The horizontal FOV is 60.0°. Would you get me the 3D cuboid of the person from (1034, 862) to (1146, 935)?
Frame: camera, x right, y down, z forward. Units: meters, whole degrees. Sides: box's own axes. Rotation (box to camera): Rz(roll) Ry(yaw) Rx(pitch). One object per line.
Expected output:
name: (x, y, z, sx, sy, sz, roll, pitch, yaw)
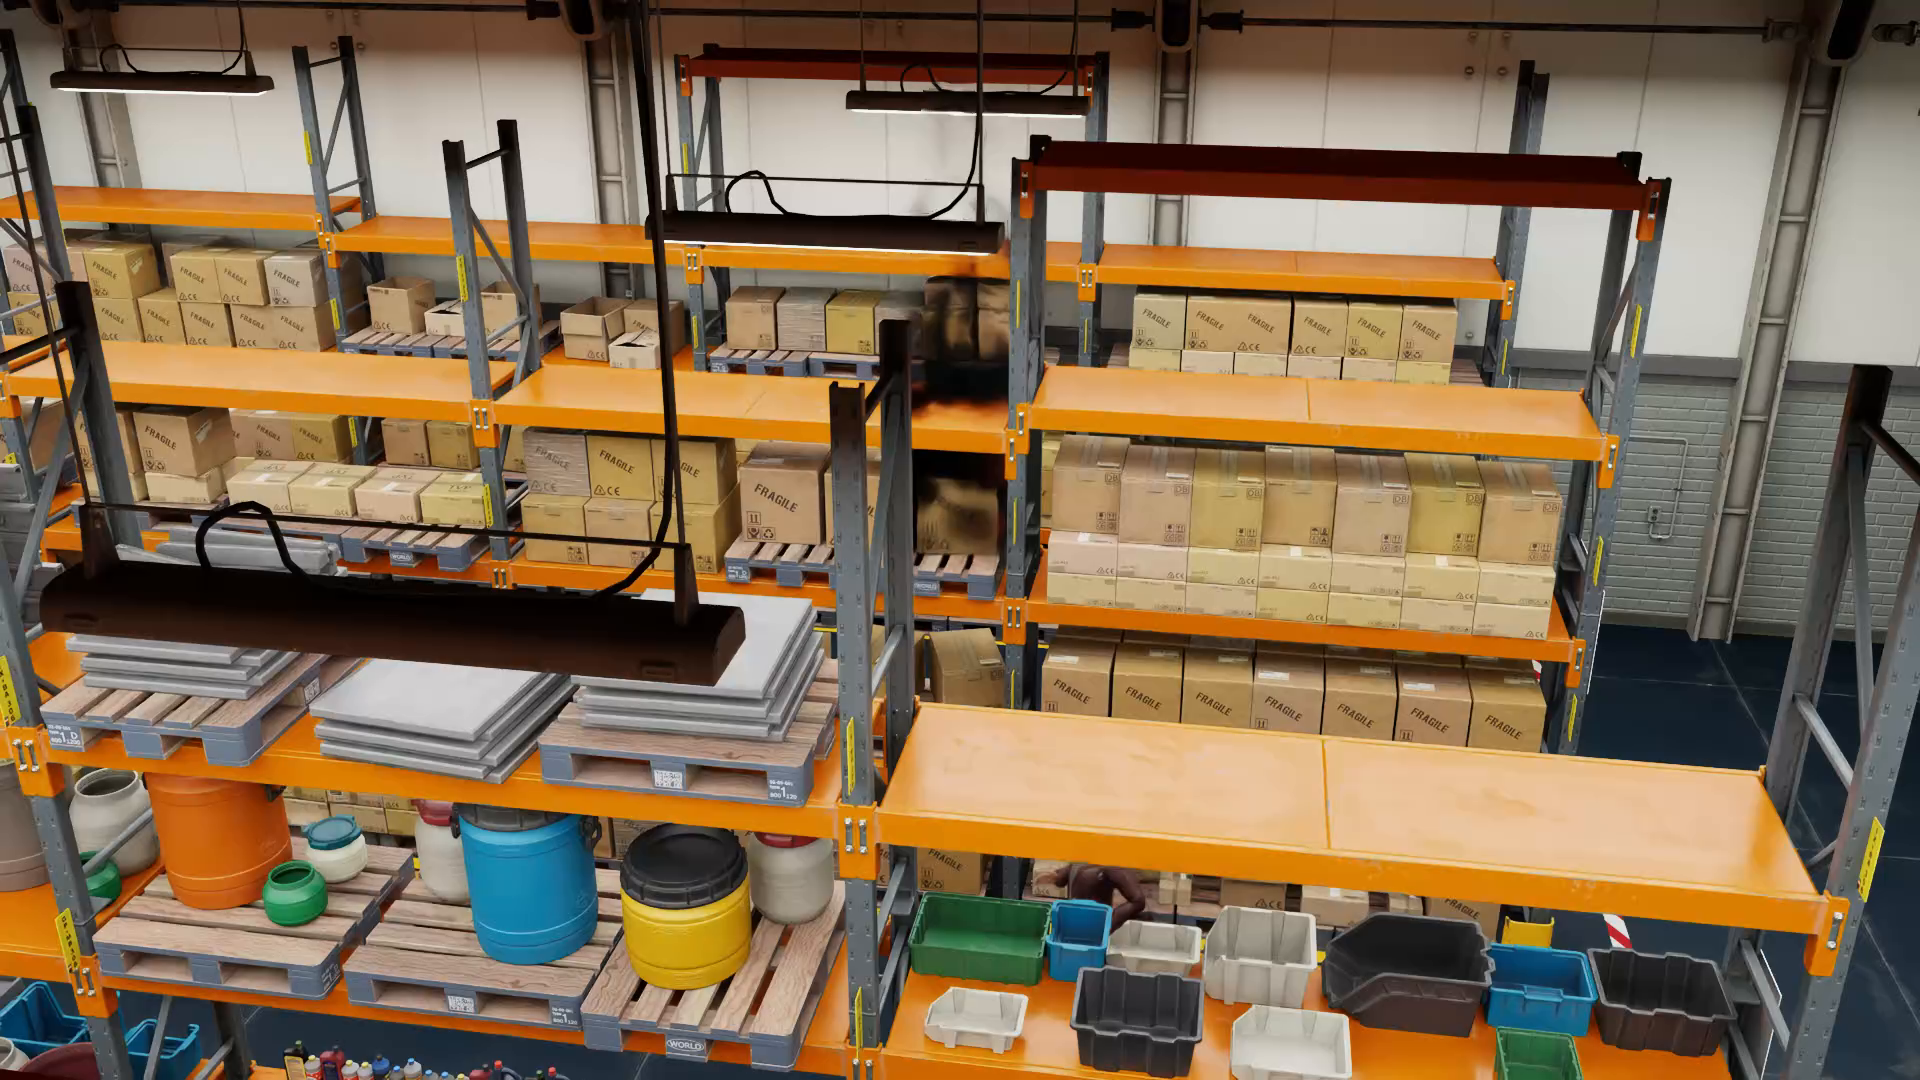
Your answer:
person: (0.861, 2.619, 11.153, 0.974, 1.828, 0.707, -3, 23, -6)
